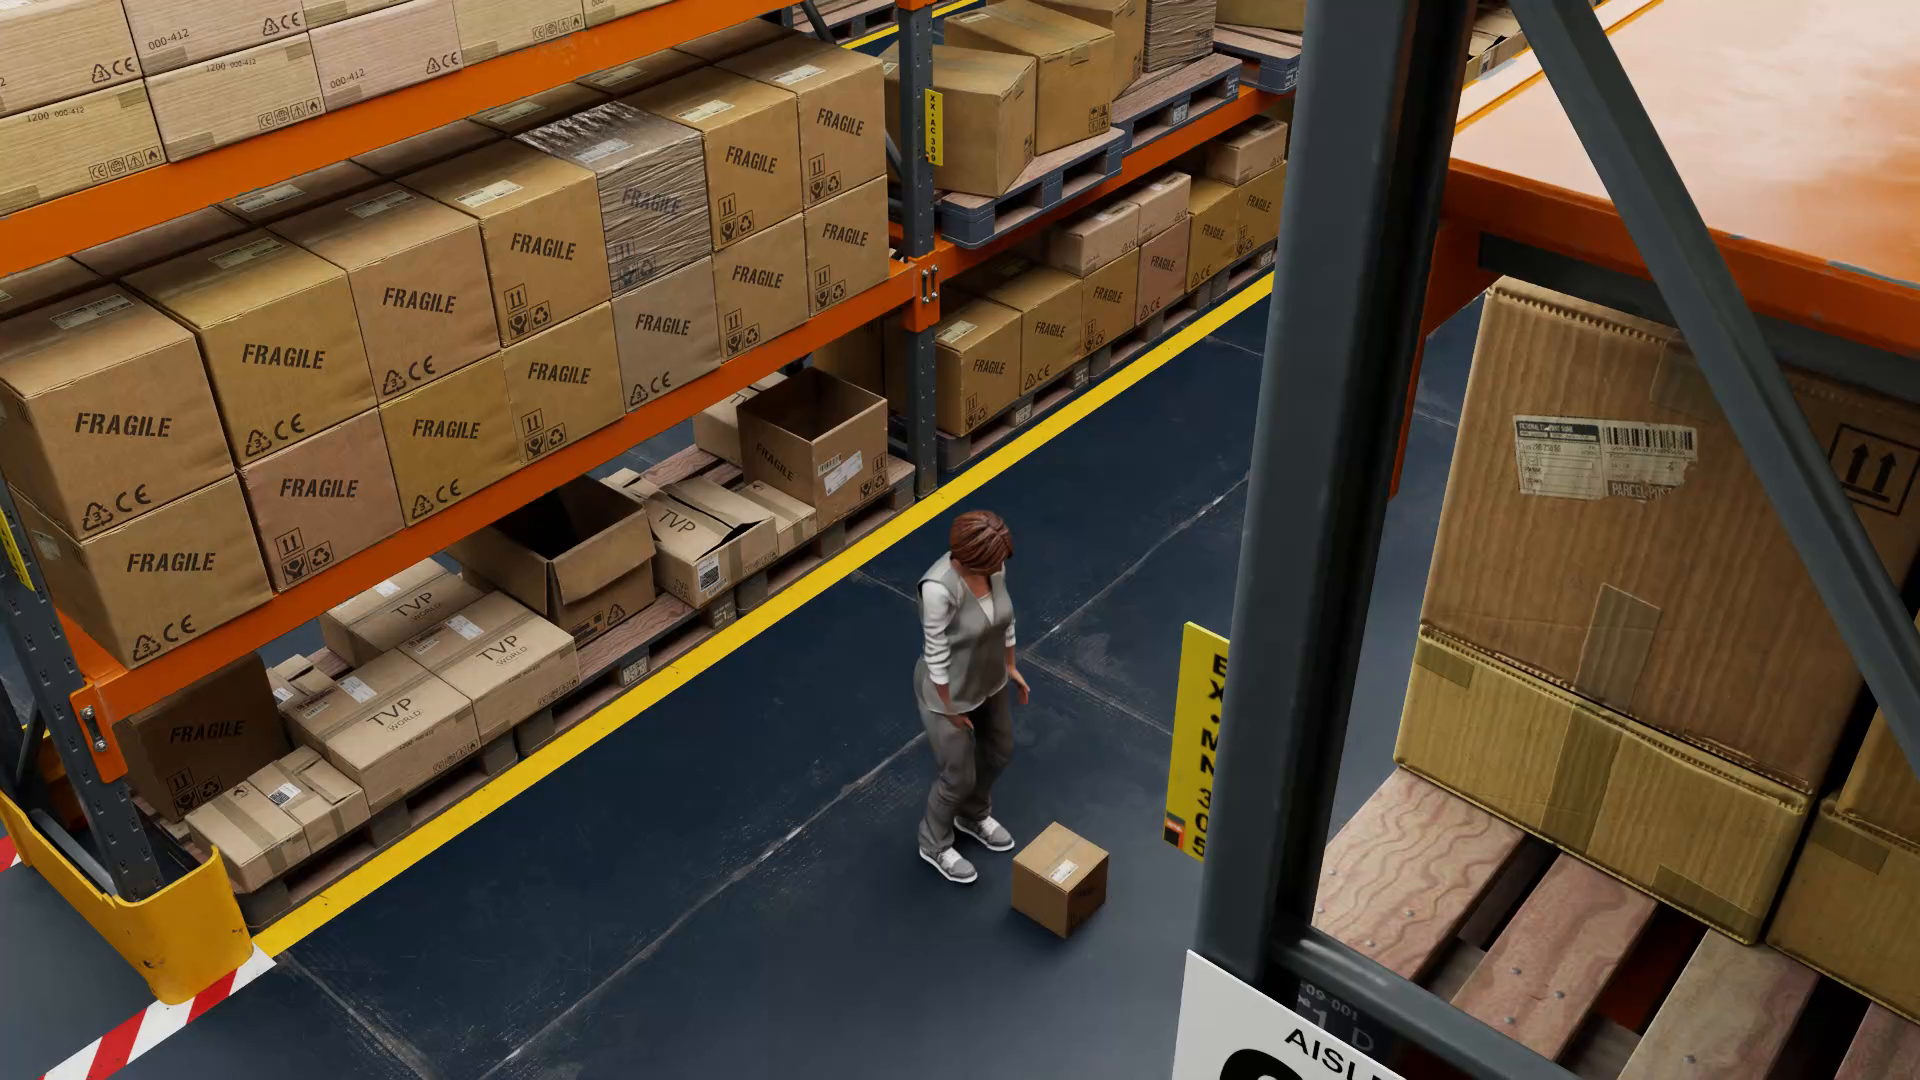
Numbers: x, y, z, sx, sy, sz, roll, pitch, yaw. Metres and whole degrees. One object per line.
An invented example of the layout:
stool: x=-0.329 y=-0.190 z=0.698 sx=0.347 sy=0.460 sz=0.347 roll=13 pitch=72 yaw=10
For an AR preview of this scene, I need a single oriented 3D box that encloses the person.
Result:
person: x=0.032 y=0.538 z=5.939 sx=0.340 sy=1.562 sz=0.417 roll=27 pitch=43 yaw=32
